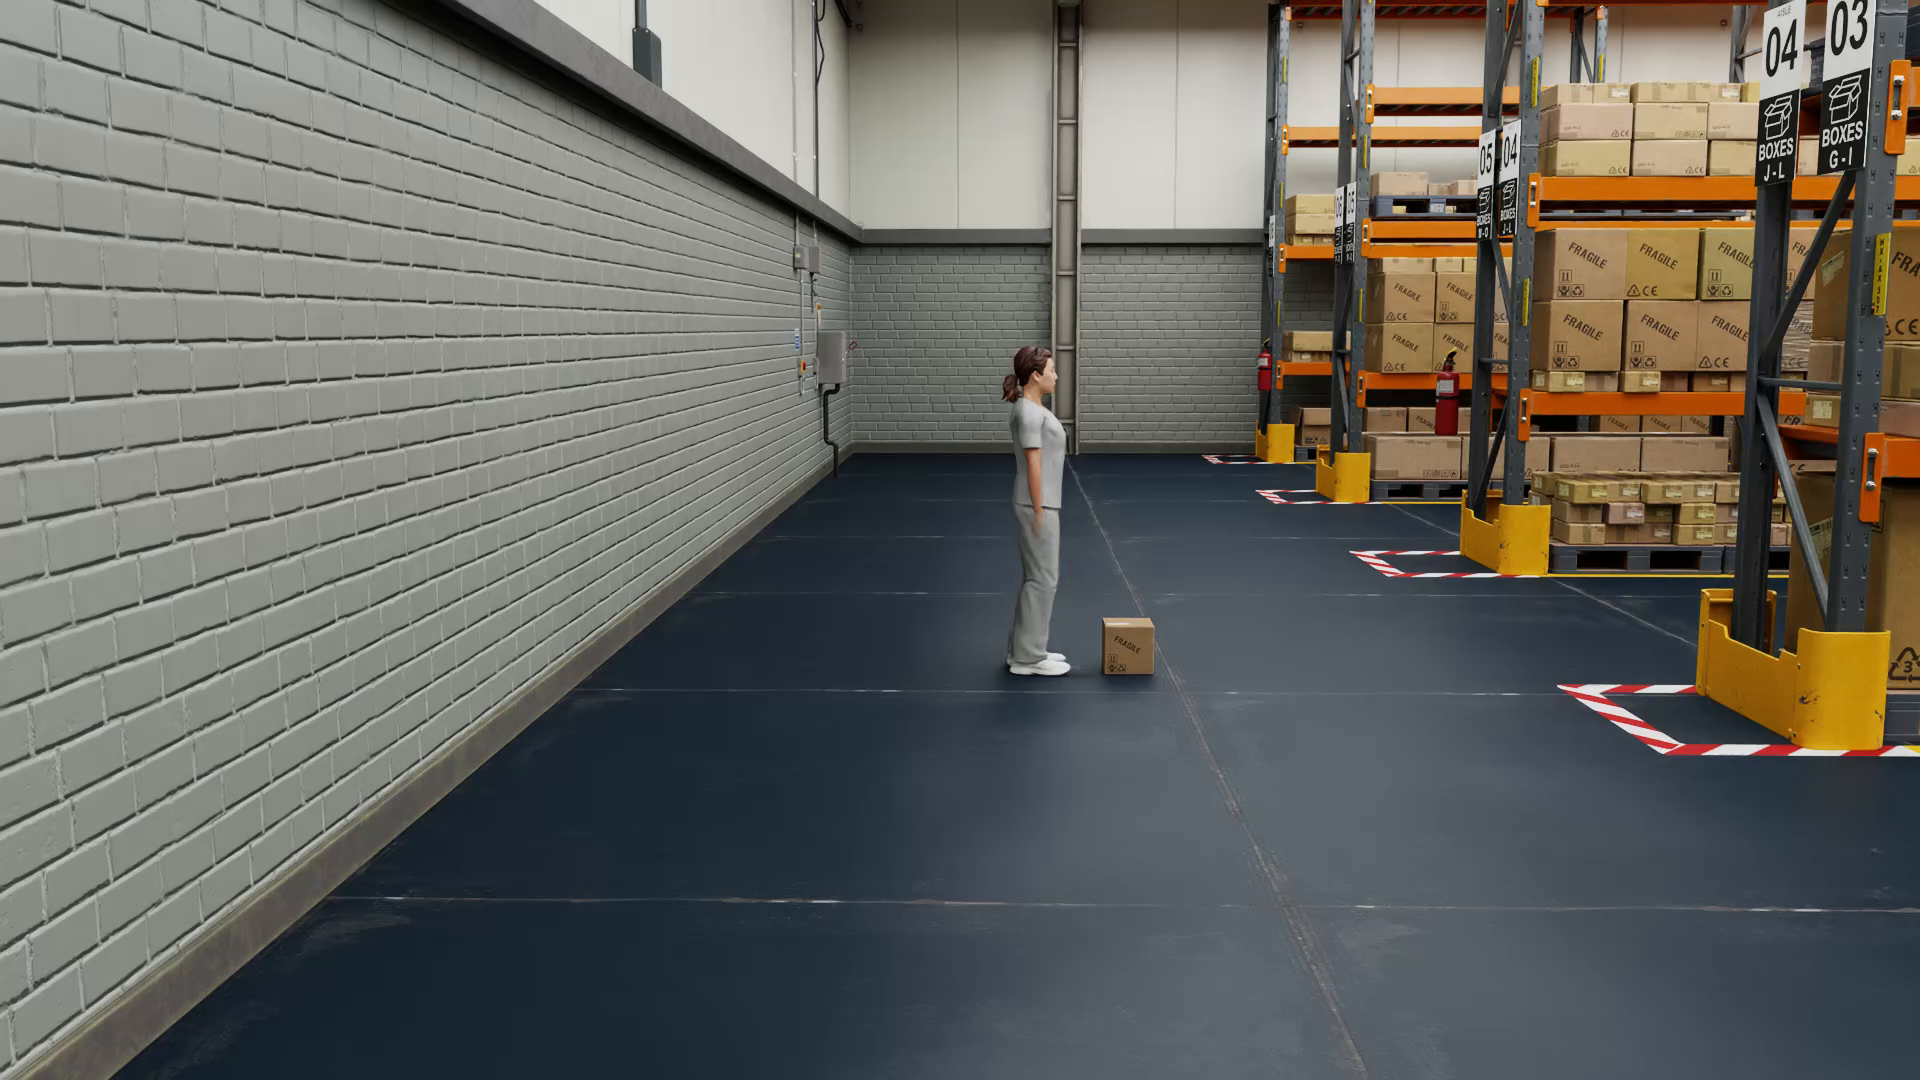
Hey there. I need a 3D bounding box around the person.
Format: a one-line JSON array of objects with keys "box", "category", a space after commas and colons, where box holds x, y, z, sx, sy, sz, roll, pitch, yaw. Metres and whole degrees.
[{"box": [0.386, -0.156, 8.530, 0.365, 1.668, 0.437, 0, 7, 3], "category": "person"}]
